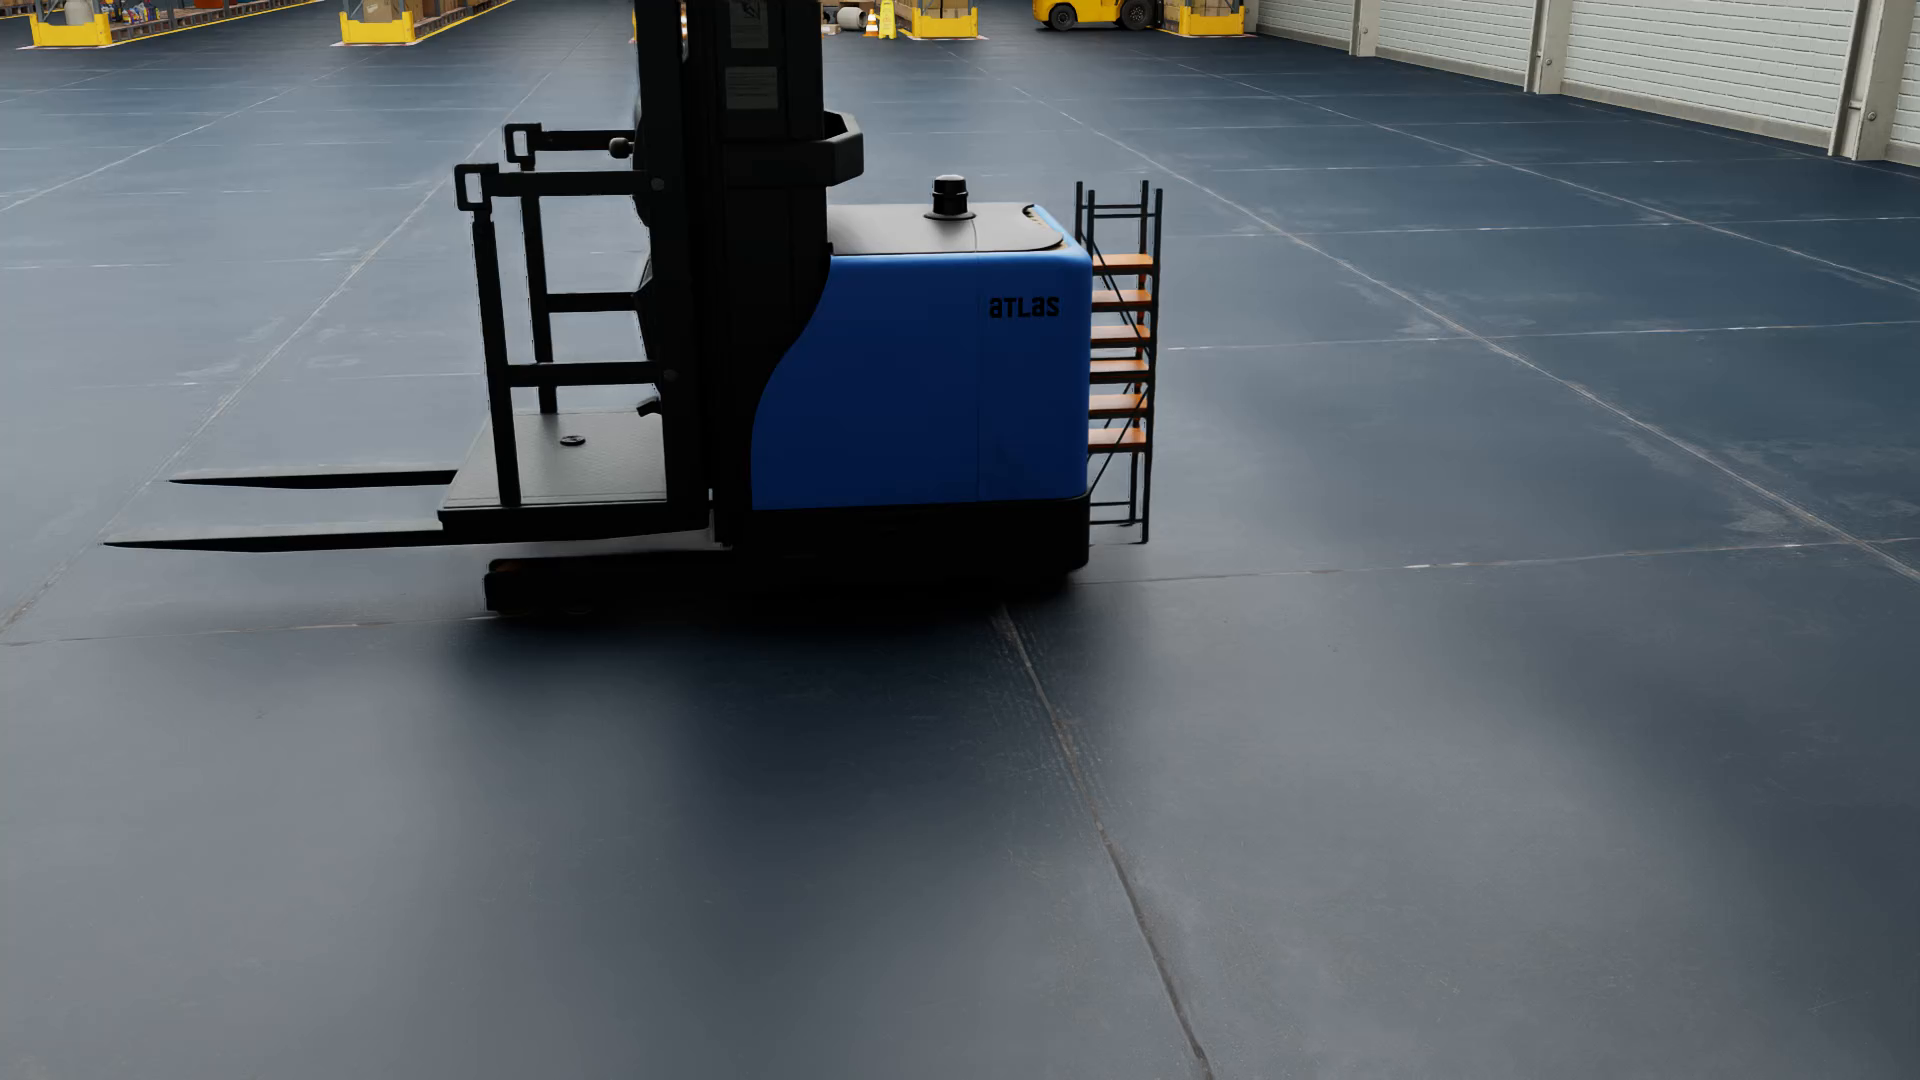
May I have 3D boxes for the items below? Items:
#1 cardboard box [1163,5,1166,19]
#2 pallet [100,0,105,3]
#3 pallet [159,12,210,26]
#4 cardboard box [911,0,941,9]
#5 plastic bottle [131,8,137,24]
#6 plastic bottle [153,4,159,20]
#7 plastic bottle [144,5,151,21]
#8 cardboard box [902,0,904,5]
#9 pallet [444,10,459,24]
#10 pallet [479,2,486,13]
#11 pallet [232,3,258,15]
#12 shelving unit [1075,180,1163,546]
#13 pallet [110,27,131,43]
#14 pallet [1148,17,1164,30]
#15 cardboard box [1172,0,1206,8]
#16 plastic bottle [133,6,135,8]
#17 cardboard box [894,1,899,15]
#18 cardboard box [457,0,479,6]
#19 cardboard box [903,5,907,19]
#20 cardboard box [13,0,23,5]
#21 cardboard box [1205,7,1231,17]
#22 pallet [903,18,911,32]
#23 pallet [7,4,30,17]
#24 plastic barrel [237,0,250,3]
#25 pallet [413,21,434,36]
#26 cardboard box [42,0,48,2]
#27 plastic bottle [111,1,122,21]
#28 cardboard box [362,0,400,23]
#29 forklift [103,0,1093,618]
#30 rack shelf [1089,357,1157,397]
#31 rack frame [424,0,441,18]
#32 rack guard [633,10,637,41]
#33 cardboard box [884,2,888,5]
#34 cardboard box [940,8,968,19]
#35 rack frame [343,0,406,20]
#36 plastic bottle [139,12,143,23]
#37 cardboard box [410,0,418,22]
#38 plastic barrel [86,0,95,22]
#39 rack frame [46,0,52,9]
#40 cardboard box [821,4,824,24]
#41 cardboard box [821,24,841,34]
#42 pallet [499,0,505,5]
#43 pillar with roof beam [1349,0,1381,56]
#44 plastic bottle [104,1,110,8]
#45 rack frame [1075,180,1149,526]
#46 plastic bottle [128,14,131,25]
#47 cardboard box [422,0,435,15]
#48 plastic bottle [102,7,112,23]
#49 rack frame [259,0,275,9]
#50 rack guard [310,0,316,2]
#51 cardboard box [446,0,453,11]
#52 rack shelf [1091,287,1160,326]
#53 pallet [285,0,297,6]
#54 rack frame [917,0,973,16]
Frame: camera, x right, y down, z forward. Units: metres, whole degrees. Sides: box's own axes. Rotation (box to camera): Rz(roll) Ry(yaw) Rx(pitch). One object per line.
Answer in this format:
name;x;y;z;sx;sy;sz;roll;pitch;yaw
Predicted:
cardboard box;4.142;-10.181;32.018;0.500;0.250;0.500;-3;21;-7
pallet;-22.053;-13.461;41.455;1.003;0.211;1.213;-3;21;-8
pallet;-15.878;-10.550;33.662;1.003;0.211;1.213;-3;21;-8
cardboard box;-0.637;-10.052;30.601;0.500;0.500;0.500;-3;21;-7
plastic bottle;-14.988;-9.503;30.144;0.097;0.271;0.097;0;20;0
plastic bottle;-15.152;-9.947;31.315;0.061;0.283;0.133;-2;21;-5
plastic bottle;-15.077;-9.768;30.835;0.061;0.283;0.133;-2;21;-4
cardboard box;-0.860;-10.591;32.042;0.500;0.500;0.500;-2;21;-5
pallet;-10.939;-10.800;34.330;1.003;0.211;1.213;-3;21;-8
pallet;-11.435;-12.190;38.052;1.003;0.211;1.213;-3;21;-8
pallet;-16.452;-11.934;37.368;1.003;0.211;1.213;-3;21;-8
shelving unit;0.510;-0.577;5.547;0.258;1.200;0.189;-3;21;-7
pallet;-15.140;-8.778;28.916;1.003;0.211;1.213;-3;21;-8
pallet;4.324;-10.158;32.610;1.003;0.211;1.213;-3;21;-8
cardboard box;4.268;-10.075;31.020;0.500;0.250;0.500;-3;21;-8
plastic bottle;-15.193;-9.696;30.643;0.061;0.283;0.133;-3;21;-8
cardboard box;-1.022;-10.604;33.149;0.500;0.250;0.500;-4;21;-10
cardboard box;-11.302;-12.239;36.636;1.225;0.875;0.875;-4;21;-10
cardboard box;-0.794;-10.064;31.703;0.500;0.250;0.500;-4;21;-10
cardboard box;-21.038;-12.042;36.615;0.500;0.500;0.500;-4;21;-10
cardboard box;4.771;-9.868;31.180;0.500;0.250;0.500;-3;21;-8
pallet;-0.529;-9.953;32.062;1.003;0.211;1.213;-3;21;-8
pallet;-21.269;-11.675;36.674;1.003;0.211;1.213;-3;21;-8
plastic barrel;-16.537;-12.713;37.865;0.600;0.901;0.708;-3;21;-8
pallet;-10.335;-9.453;30.723;1.003;0.211;1.213;-3;21;-8
cardboard box;-21.248;-12.563;38.010;0.500;0.500;0.500;-3;21;-8
plastic bottle;-15.699;-9.835;30.920;0.144;0.351;0.185;-3;21;-8
cardboard box;-10.143;-9.271;29.224;0.500;0.500;0.500;1;20;2
forklift;-1.141;-1.331;5.091;3.031;2.935;1.130;-2;21;-6
rack shelf;0.510;-0.536;5.563;0.258;0.103;0.180;-3;21;-7
rack frame;-10.646;-11.413;31.987;1.000;3.000;0.127;-3;21;-8
rack guard;-5.144;-9.064;29.270;1.175;0.500;0.348;-3;21;-8
cardboard box;-1.127;-11.550;35.507;0.950;0.372;0.625;-2;21;-6
cardboard box;-0.106;-9.730;30.810;0.500;0.250;0.500;-3;21;-8
rack frame;-10.070;-10.028;28.279;1.000;3.000;0.127;-3;21;-8
plastic bottle;-15.032;-9.576;30.438;0.097;0.201;0.097;0;20;0
cardboard box;-10.371;-9.889;30.880;0.500;0.500;0.500;-5;21;-13
plastic barrel;-15.214;-9.207;29.036;0.421;0.512;0.421;0;20;0
rack frame;-21.603;-13.685;38.069;1.000;3.000;0.127;-3;21;-8
cardboard box;-3.022;-9.839;31.340;0.637;0.503;0.797;17;27;39
cardboard box;-2.451;-9.544;31.057;0.380;0.149;0.250;8;22;20
pallet;-12.011;-13.567;41.740;1.003;0.211;1.213;-3;21;-8
pillar with roof beam;2.044;-11.582;23.865;9.100;9.000;0.400;-3;21;-8
plastic bottle;-15.842;-9.828;30.900;0.144;0.351;0.185;-2;21;-6
rack frame;0.497;-0.609;5.632;0.240;1.200;0.006;-3;21;-7
plastic bottle;-14.939;-9.353;29.841;0.097;0.201;0.097;0;20;0
cardboard box;-10.714;-10.662;32.919;0.700;0.500;0.500;-5;21;-12
plastic bottle;-15.610;-9.597;30.387;0.152;0.276;0.135;-3;21;-8
rack frame;-16.701;-13.933;38.734;1.000;3.000;0.127;-3;21;-8
rack guard;-17.294;-14.155;42.900;1.175;0.500;0.348;-3;21;-8
cardboard box;-10.926;-11.215;34.400;0.700;0.500;0.500;-1;21;-3
rack shelf;0.510;-0.761;5.479;0.258;0.103;0.180;-3;21;-7
pallet;-17.024;-13.303;41.032;1.003;0.211;1.213;-3;21;-8
rack frame;-0.263;-10.528;29.617;1.000;3.000;0.127;-3;21;-8
